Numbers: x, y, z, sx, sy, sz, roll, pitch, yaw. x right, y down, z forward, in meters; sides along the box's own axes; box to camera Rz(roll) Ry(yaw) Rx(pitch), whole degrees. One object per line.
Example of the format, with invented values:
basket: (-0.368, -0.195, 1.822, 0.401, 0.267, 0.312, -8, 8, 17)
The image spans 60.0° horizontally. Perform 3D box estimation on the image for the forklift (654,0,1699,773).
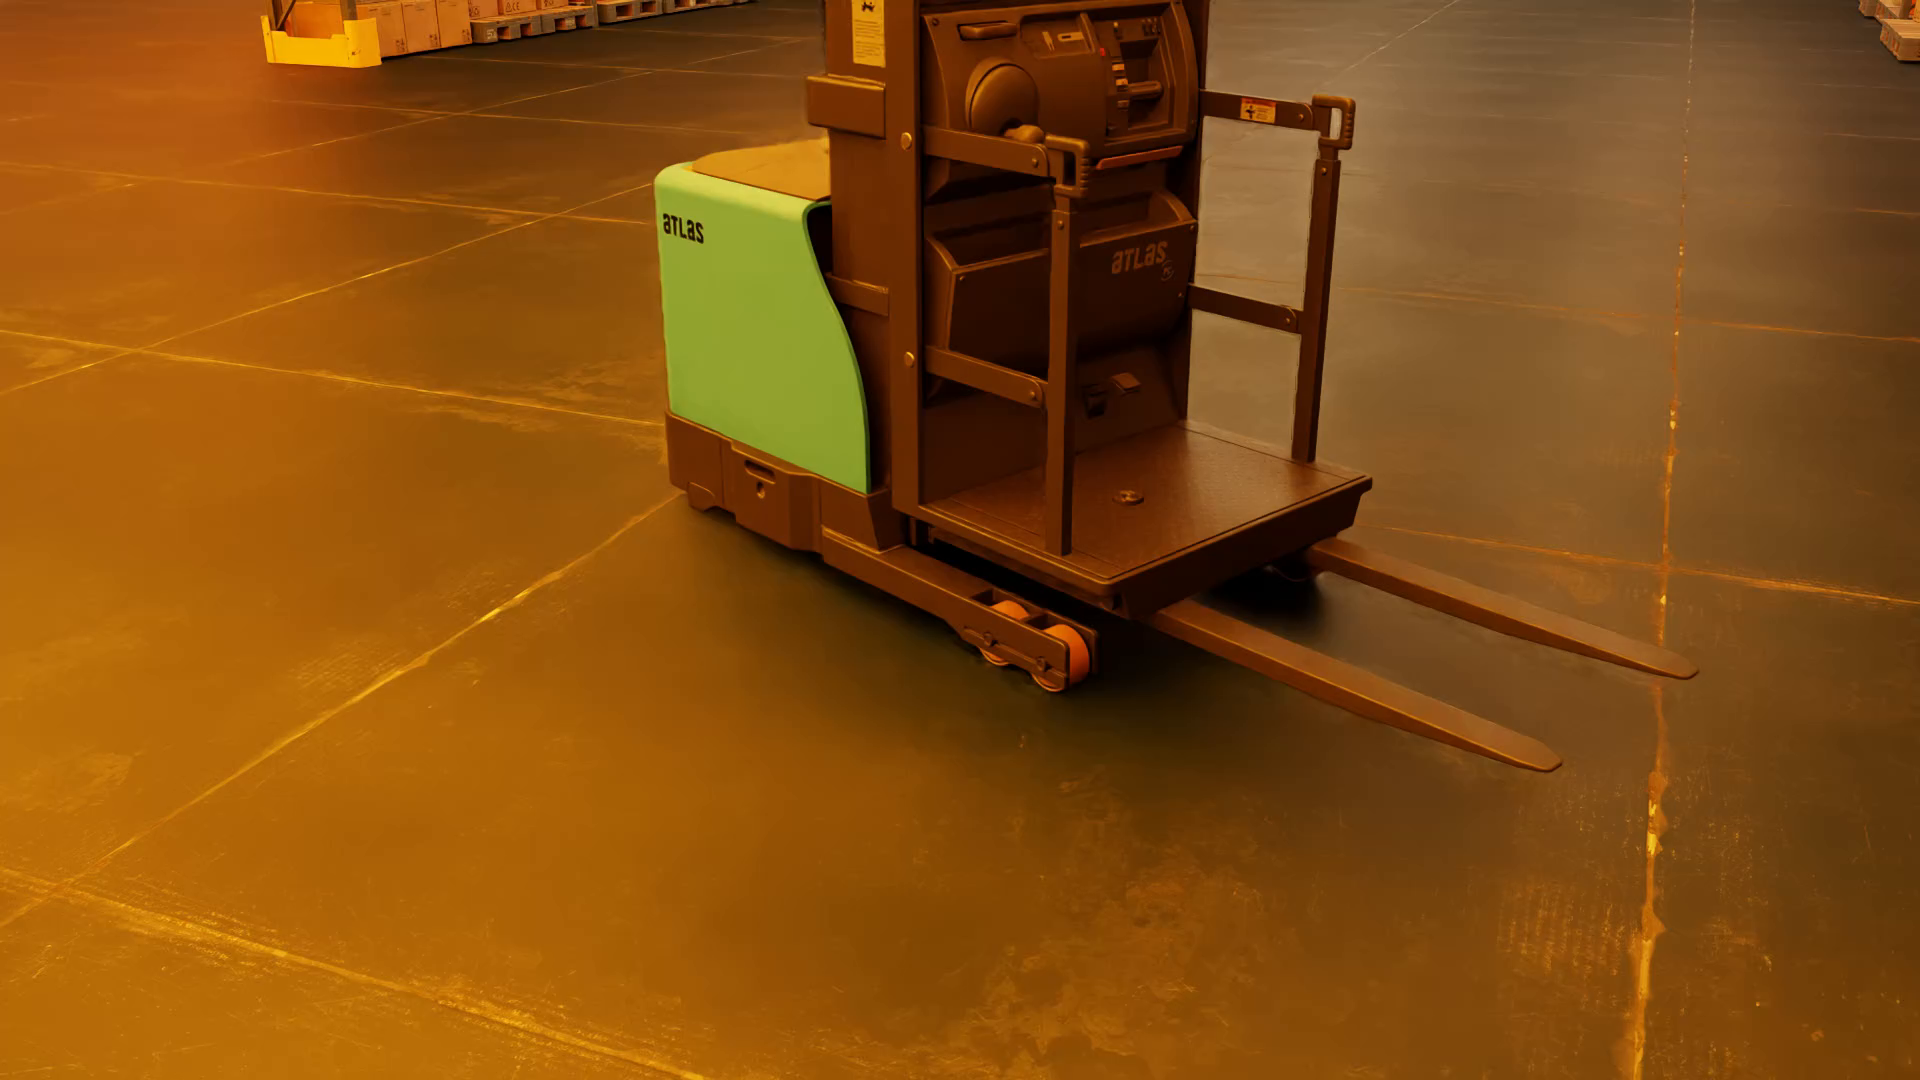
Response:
forklift: (0.425, -1.193, 4.147, 1.130, 2.935, 3.031, -19, 30, -38)
